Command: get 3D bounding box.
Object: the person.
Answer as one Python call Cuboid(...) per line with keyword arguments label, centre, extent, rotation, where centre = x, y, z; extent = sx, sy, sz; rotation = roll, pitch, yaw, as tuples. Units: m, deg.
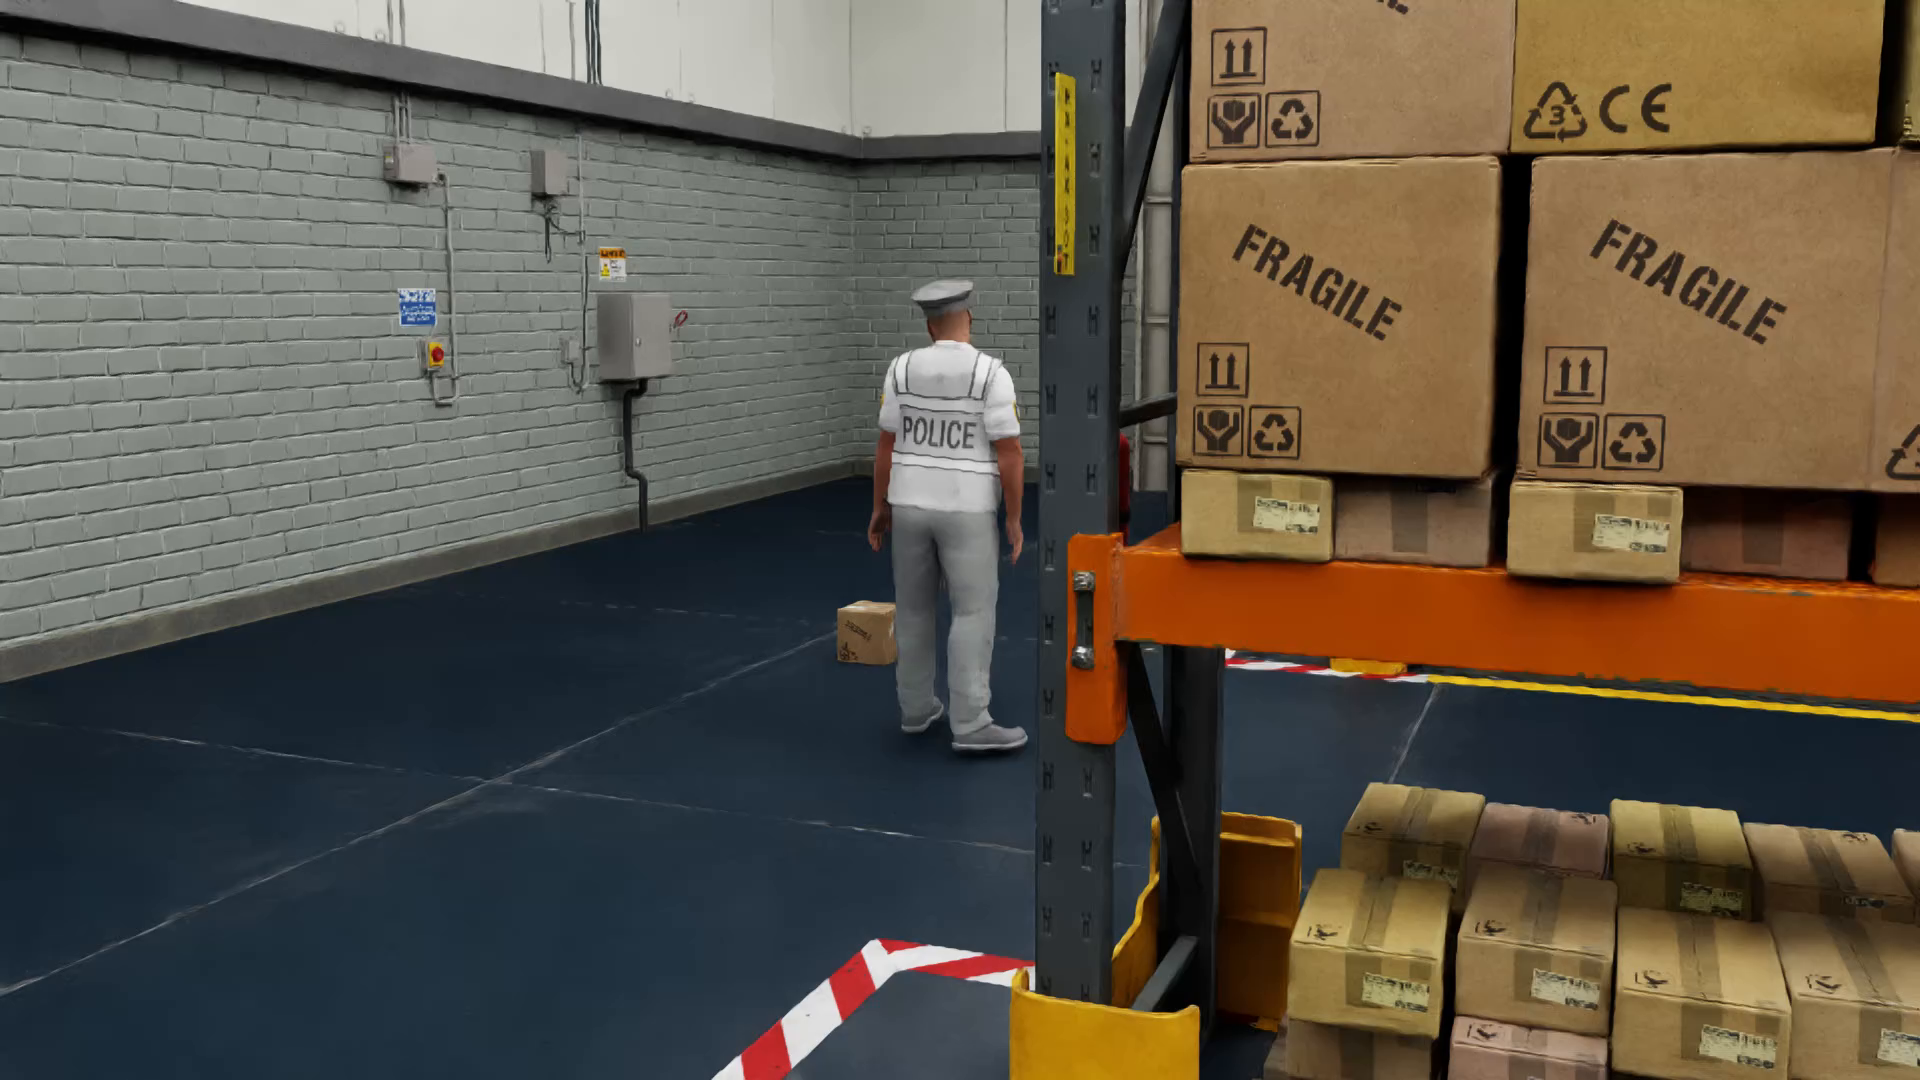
Cuboid(label="person", centre=(-0.033, -0.104, 6.347), extent=(0.638, 1.755, 0.515), rotation=(3, 9, 20))
